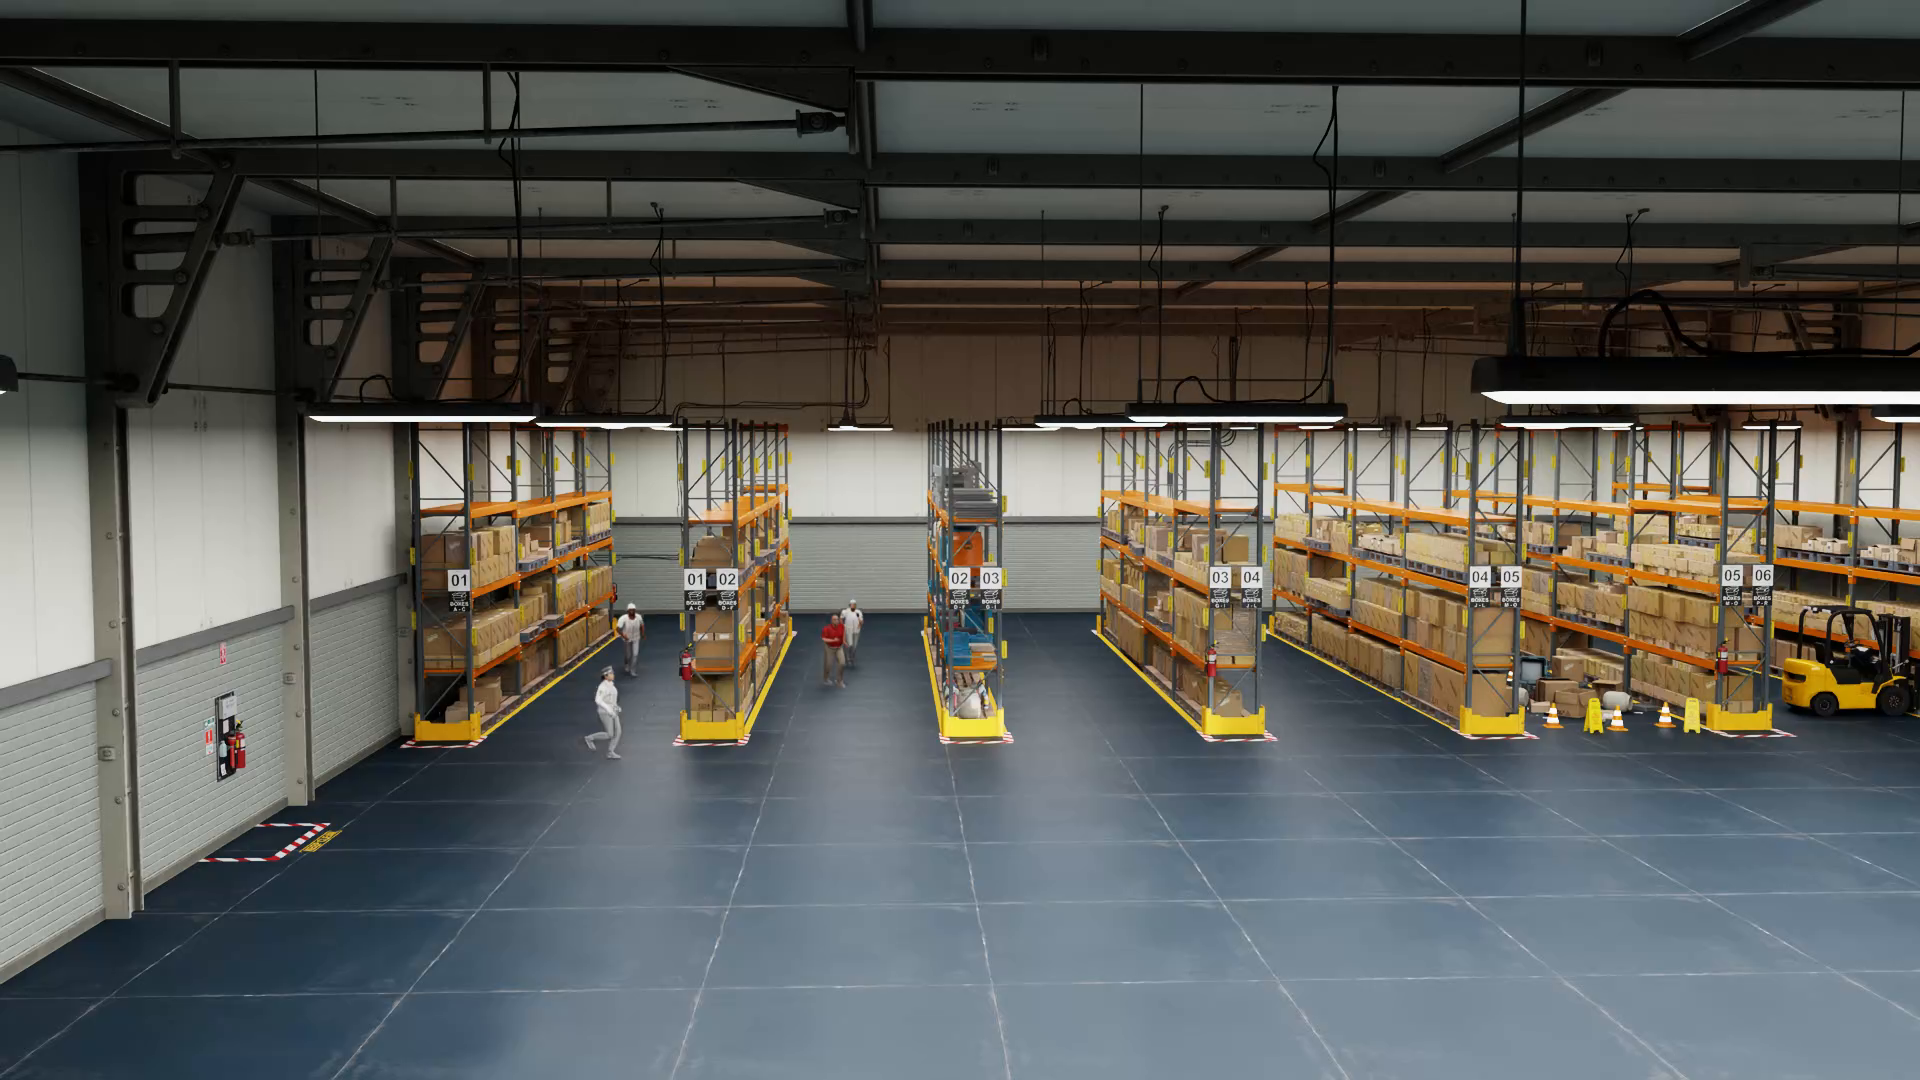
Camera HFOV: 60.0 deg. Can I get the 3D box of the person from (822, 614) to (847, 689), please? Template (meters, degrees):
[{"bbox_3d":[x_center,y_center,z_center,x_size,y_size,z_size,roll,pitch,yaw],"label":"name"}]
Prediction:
[{"bbox_3d":[-2.832,2.503,37.466,0.668,1.698,0.987,-1,4,-22],"label":"person"}]

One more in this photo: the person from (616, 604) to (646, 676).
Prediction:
[{"bbox_3d":[-7.816,2.350,39.393,0.702,1.715,0.768,-2,4,-23],"label":"person"}]

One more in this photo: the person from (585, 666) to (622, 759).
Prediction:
[{"bbox_3d":[-6.254,3.032,29.300,0.608,1.651,0.629,1,4,11],"label":"person"}]

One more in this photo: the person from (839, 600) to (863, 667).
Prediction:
[{"bbox_3d":[-2.668,2.301,40.966,0.549,1.675,0.815,-1,4,-18],"label":"person"}]
